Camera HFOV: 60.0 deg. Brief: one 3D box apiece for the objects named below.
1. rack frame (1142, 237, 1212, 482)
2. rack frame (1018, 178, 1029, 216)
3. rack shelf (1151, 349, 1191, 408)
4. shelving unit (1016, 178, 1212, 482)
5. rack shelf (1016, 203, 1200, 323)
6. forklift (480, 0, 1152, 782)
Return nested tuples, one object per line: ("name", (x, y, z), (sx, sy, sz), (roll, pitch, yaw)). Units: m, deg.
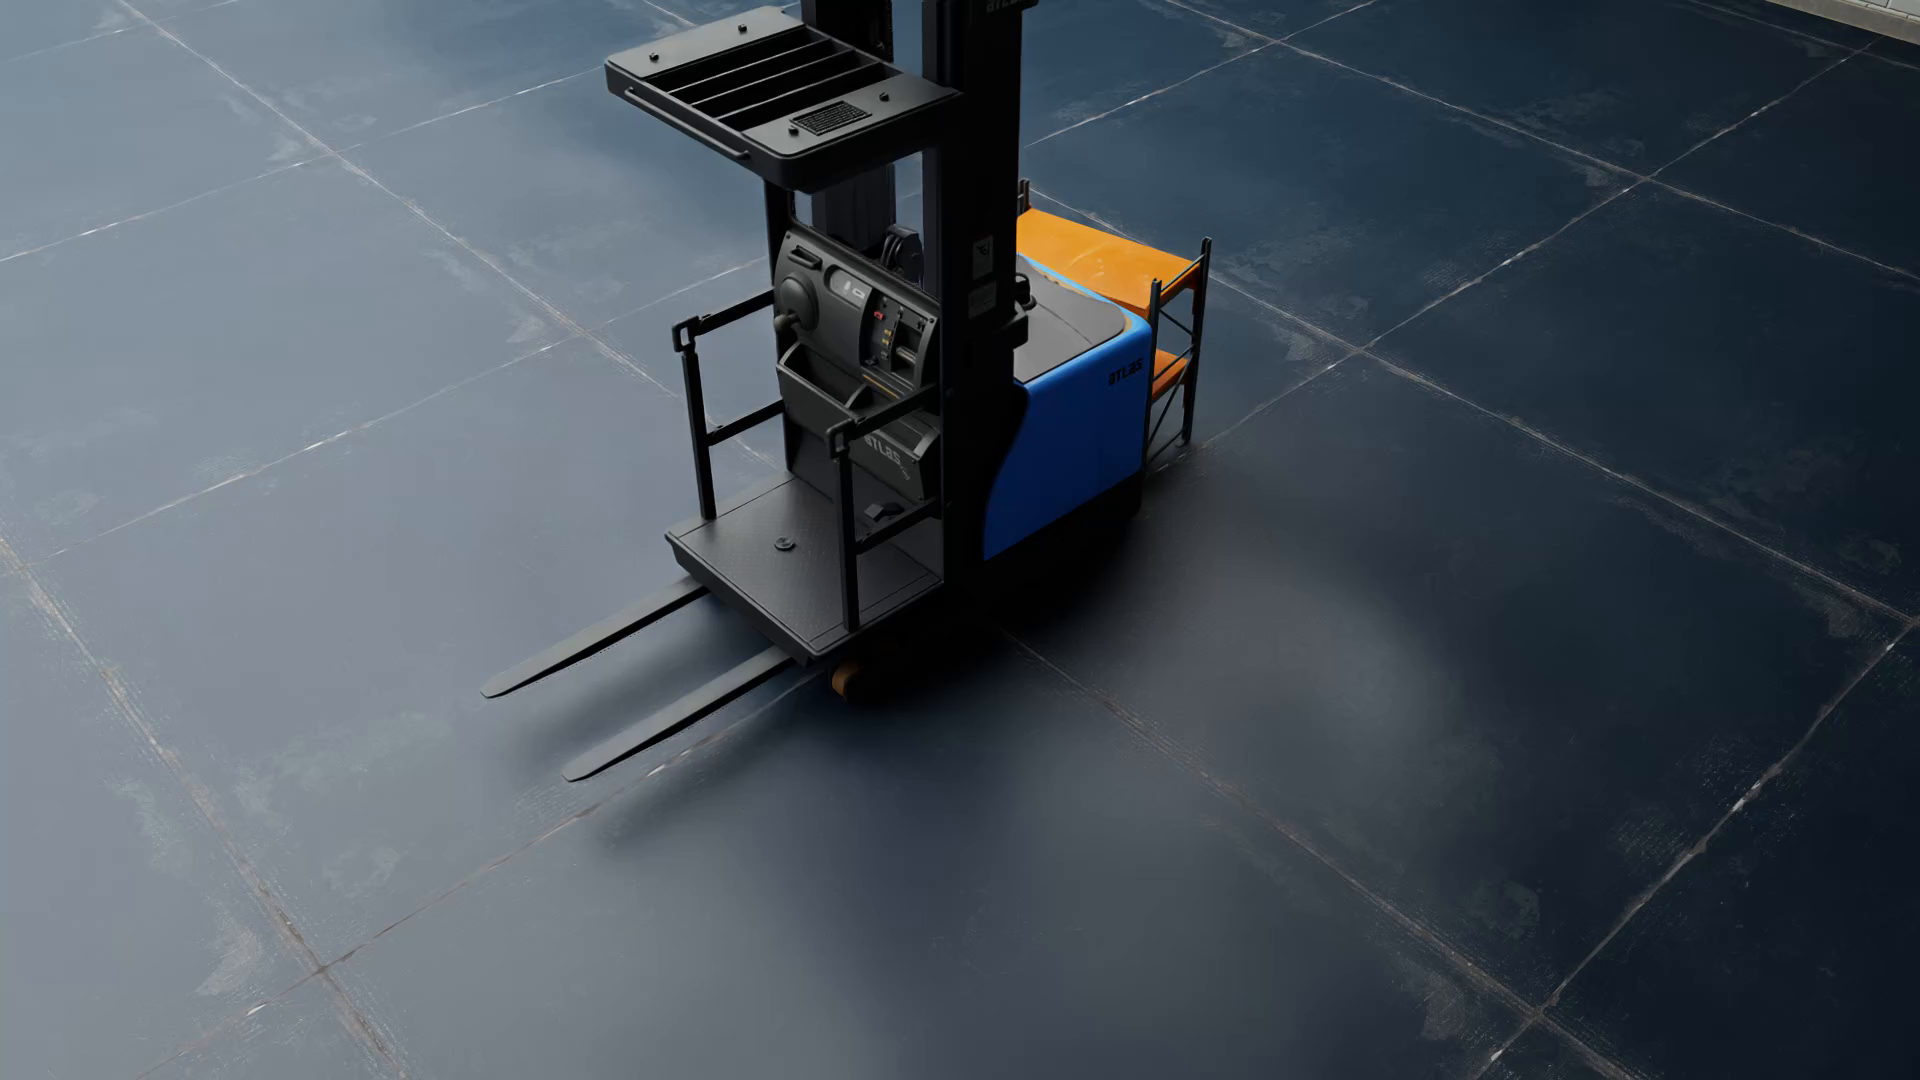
("rack frame", (1.008, -0.835, 7.888), (0.032, 1.125, 0.500), (24, 45, 27))
("rack frame", (0.182, -1.208, 8.350), (0.032, 1.125, 0.500), (24, 45, 27))
("rack shelf", (0.595, -0.831, 8.273), (1.000, 0.278, 0.538), (24, 45, 27))
("shelving unit", (0.595, -1.021, 8.119), (1.048, 1.125, 0.538), (24, 45, 27))
("rack shelf", (0.595, -1.249, 7.935), (1.000, 0.278, 0.538), (24, 45, 27))
("forklift", (-0.576, -0.849, 6.469), (3.031, 2.935, 1.130), (-30, 48, -32))
